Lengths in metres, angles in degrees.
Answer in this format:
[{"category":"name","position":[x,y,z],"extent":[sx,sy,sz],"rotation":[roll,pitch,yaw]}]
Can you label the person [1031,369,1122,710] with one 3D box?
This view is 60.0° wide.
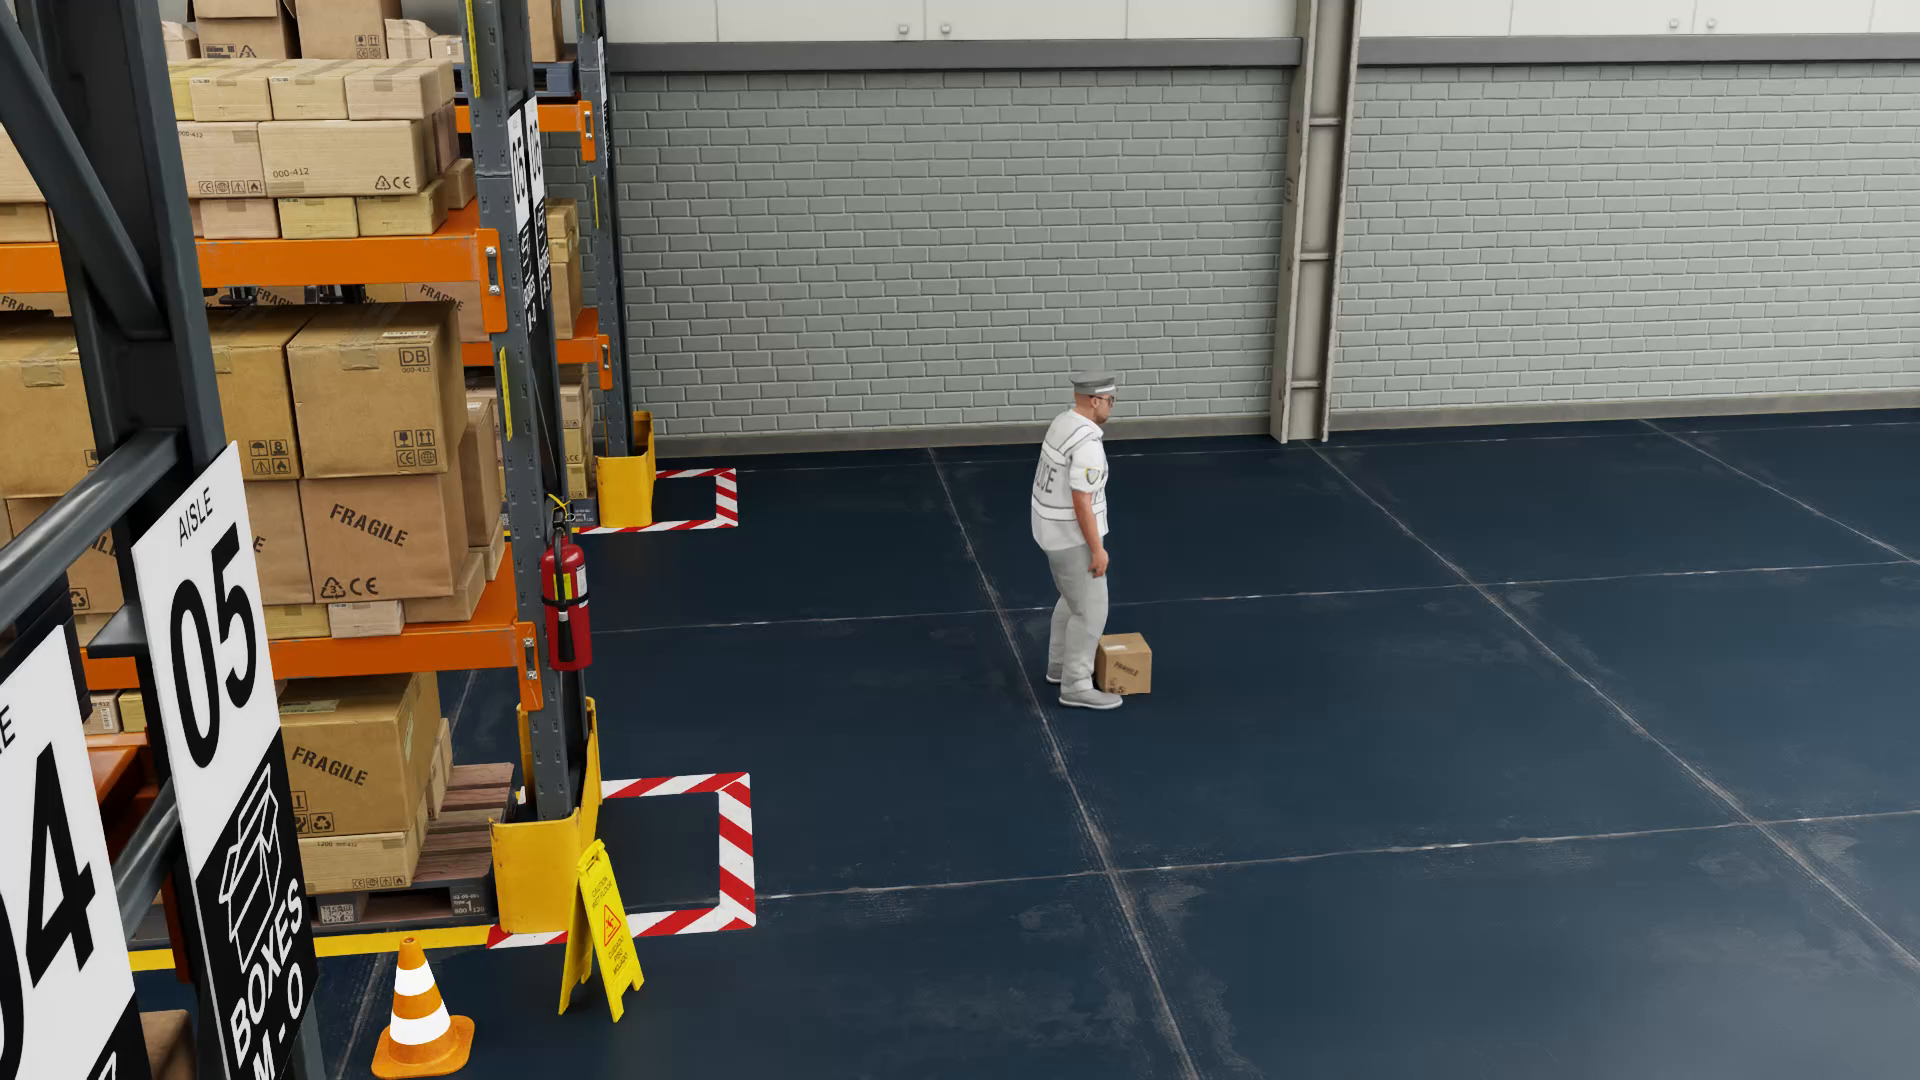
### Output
[{"category":"person","position":[0.597,-0.020,8.616],"extent":[0.434,1.748,0.580],"rotation":[-4,20,-10]}]
